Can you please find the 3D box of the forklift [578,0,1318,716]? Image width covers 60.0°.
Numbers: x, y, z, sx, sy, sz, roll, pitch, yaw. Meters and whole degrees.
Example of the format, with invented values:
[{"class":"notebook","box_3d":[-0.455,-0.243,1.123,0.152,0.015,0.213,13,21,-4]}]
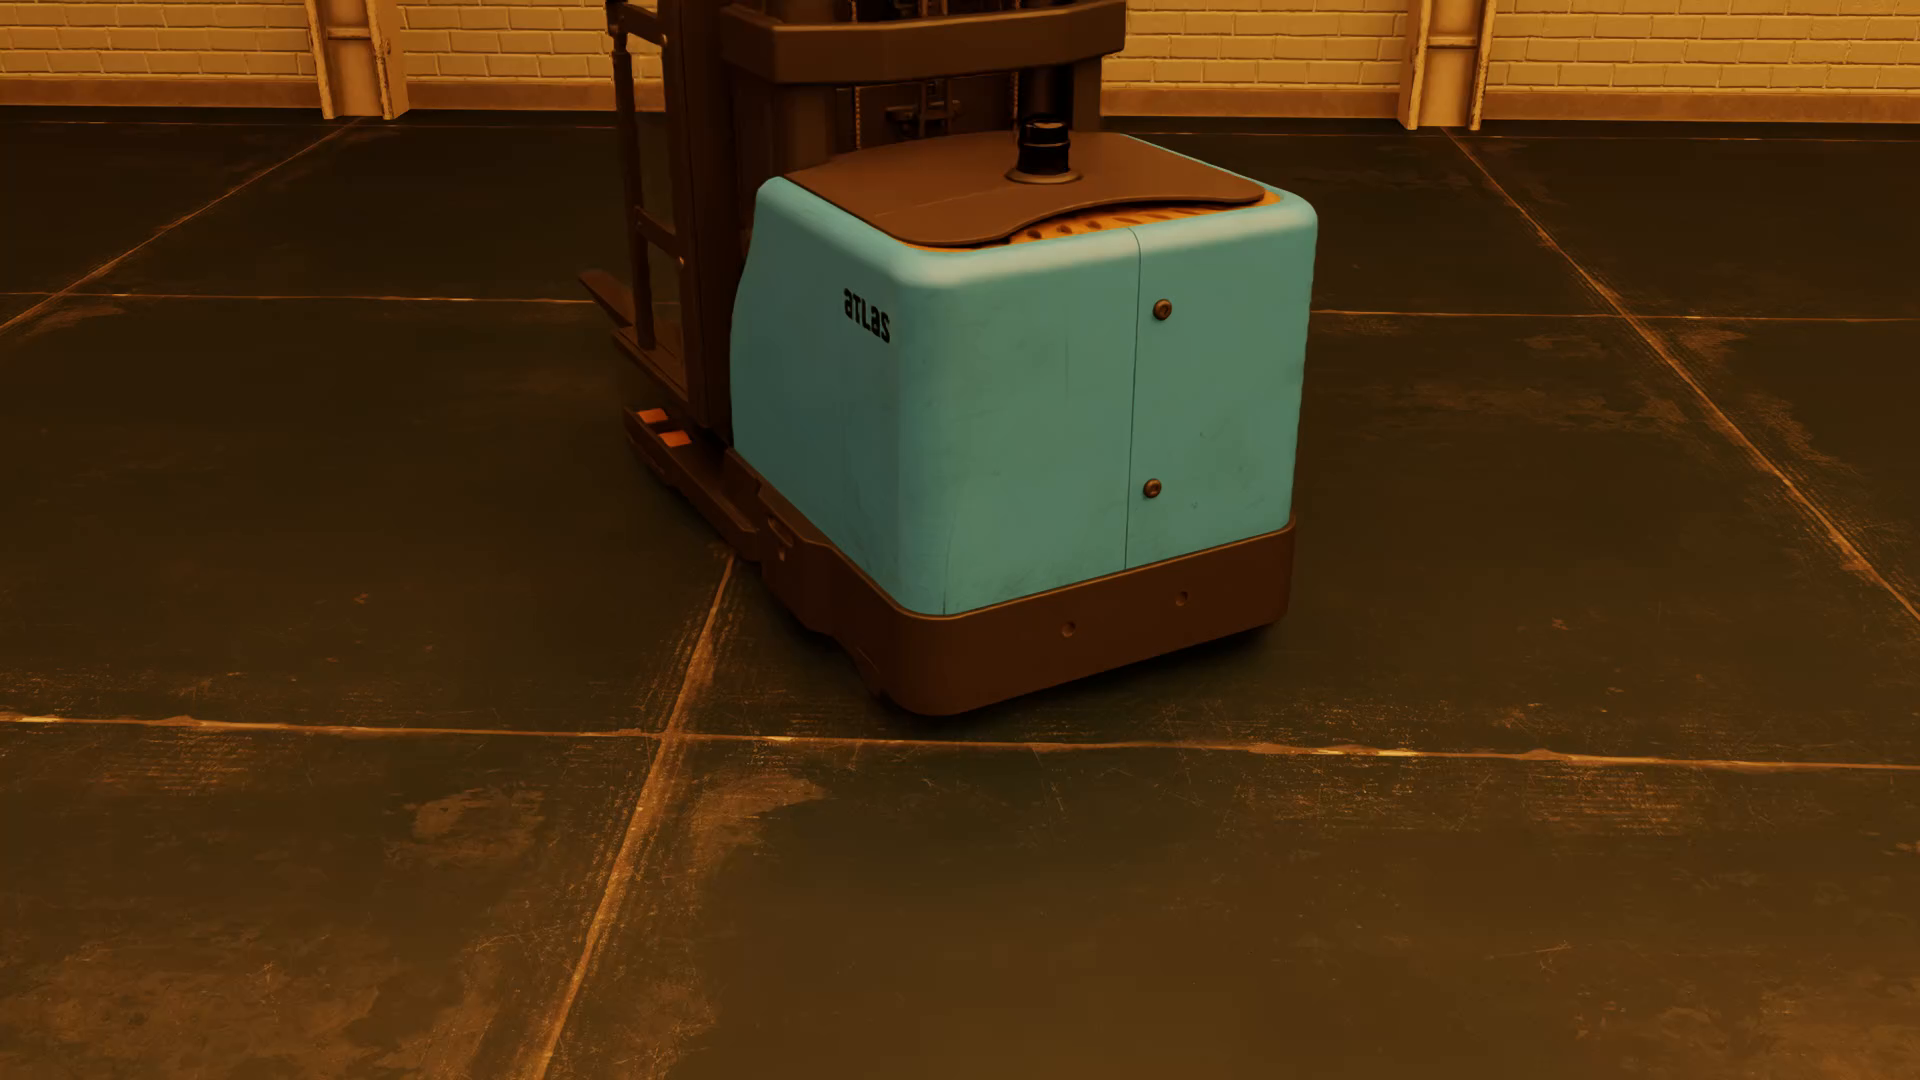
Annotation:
[{"class":"forklift","box_3d":[-0.350,-1.552,4.355,1.130,2.935,3.031,-13,29,-25]}]
